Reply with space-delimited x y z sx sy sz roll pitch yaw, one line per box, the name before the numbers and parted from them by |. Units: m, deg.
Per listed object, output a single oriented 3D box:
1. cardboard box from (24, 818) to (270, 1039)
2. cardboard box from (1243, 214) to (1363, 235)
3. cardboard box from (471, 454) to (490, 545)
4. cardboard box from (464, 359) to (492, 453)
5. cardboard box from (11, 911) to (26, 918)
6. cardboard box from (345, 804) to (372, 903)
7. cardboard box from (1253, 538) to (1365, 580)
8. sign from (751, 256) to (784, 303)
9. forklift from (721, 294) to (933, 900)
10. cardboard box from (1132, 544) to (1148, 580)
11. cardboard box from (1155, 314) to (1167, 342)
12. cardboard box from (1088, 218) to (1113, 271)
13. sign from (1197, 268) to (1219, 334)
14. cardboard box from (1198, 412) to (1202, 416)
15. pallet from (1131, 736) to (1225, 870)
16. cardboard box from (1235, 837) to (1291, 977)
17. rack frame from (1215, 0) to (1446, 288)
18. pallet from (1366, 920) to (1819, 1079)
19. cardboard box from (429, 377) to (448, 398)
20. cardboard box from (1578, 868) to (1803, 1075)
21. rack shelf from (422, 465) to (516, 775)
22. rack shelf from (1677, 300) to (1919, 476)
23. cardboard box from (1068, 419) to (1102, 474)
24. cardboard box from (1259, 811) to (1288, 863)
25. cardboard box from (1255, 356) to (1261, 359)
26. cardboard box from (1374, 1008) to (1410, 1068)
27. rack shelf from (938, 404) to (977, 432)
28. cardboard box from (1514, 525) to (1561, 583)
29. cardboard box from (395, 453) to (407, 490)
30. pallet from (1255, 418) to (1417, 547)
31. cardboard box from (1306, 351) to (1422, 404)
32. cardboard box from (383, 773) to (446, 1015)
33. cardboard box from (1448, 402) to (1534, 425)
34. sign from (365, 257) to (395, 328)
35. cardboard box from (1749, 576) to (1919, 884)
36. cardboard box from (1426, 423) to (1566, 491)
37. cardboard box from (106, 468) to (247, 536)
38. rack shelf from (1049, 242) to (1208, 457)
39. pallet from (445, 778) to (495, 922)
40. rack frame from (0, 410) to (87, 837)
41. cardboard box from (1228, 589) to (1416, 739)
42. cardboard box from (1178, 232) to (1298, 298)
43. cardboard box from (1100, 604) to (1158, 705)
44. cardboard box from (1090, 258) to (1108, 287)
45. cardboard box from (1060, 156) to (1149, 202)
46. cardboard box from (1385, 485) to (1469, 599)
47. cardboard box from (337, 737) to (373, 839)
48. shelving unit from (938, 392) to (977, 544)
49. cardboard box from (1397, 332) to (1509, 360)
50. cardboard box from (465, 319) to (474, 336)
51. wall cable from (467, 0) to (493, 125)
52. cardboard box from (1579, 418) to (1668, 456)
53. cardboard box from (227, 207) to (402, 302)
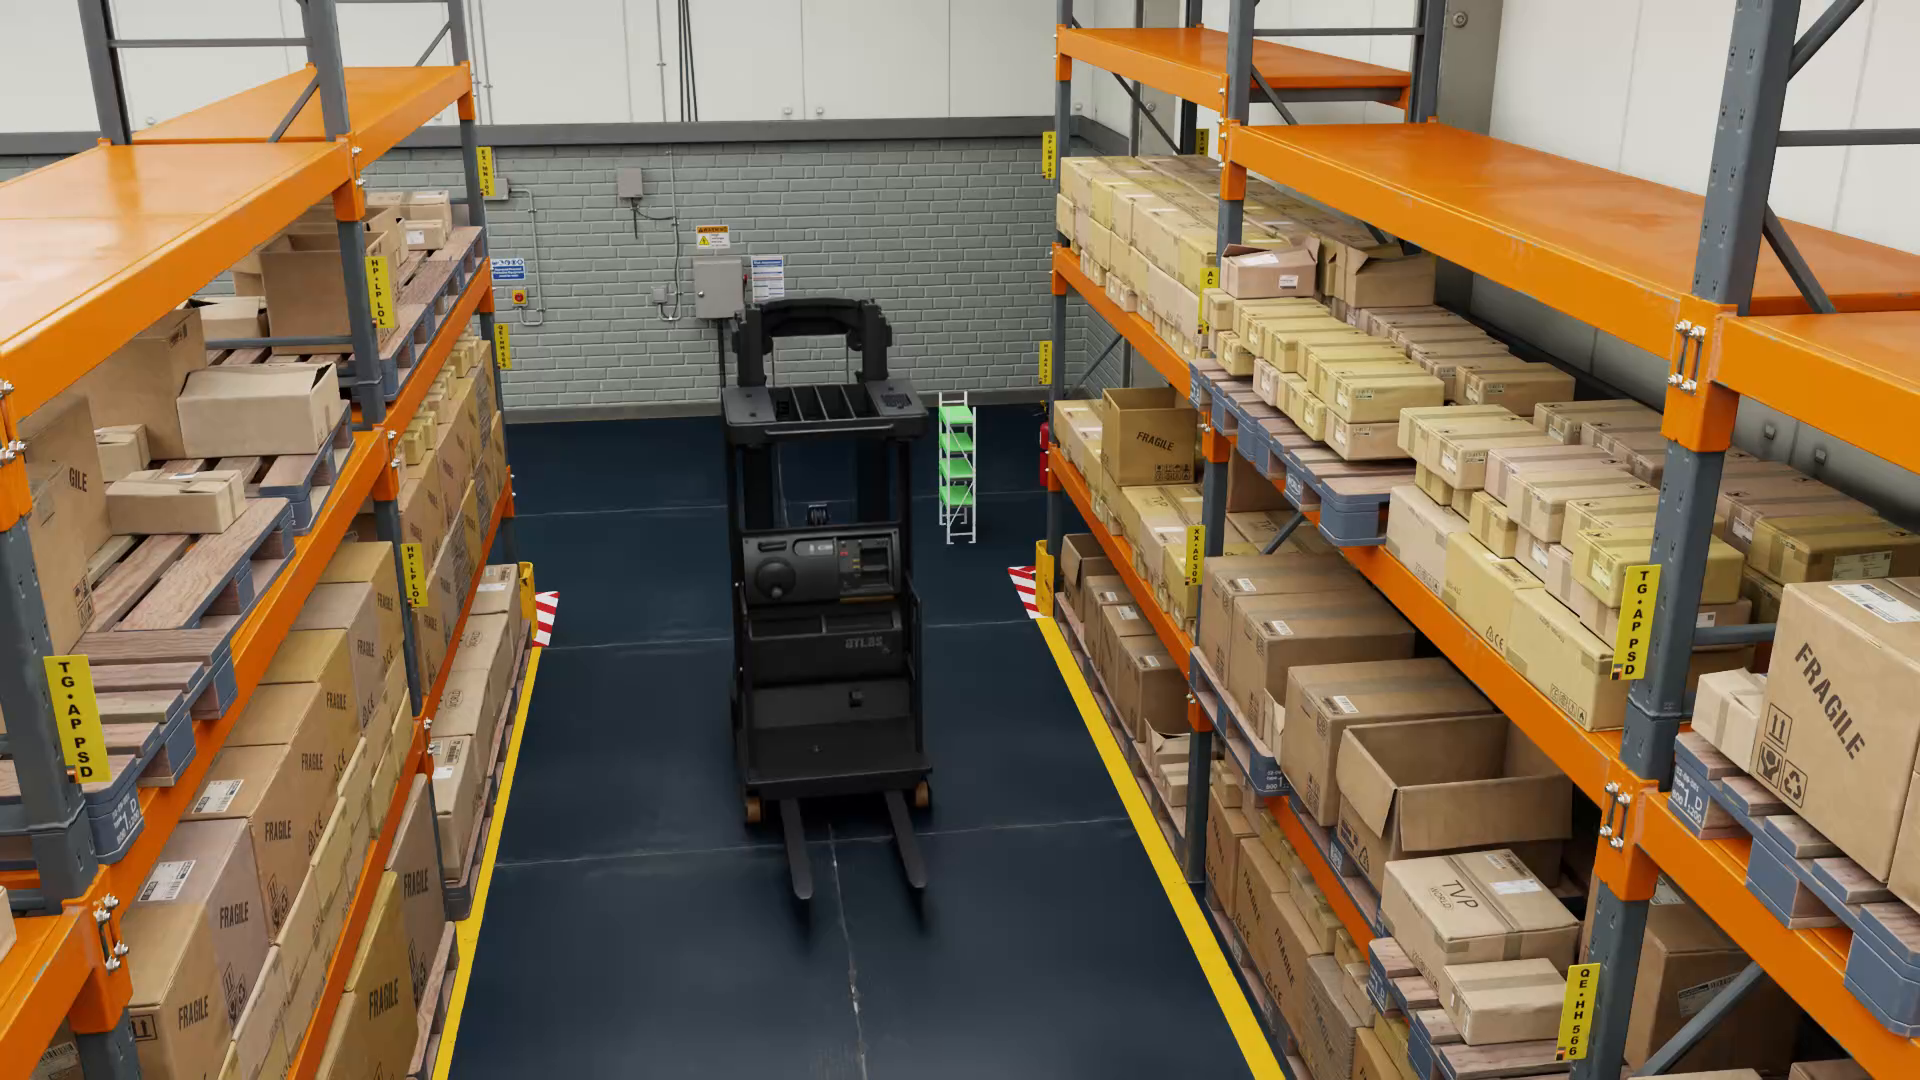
cardboard box | -2.498 1.222 5.159 0.500 0.500 0.500 -3 21 -8
cardboard box | 1.867 -1.618 9.122 0.500 0.250 0.500 -3 21 -9
cardboard box | -3.268 -0.219 10.447 0.500 0.500 0.500 -2 21 -6
cardboard box | -3.331 -0.859 10.731 0.500 0.500 0.500 -3 21 -8
cardboard box | -2.921 1.411 4.654 0.500 0.500 0.500 -3 21 -9
cardboard box | -2.724 1.272 6.813 0.500 0.250 0.500 -3 21 -9
cardboard box | 1.943 0.201 9.254 0.500 0.250 0.500 -3 21 -8
sign | -2.018 -2.737 17.466 0.329 0.494 0.001 -3 21 -8
forklift | -0.777 0.162 9.667 1.130 2.935 3.031 -4 21 -10
cardboard box | 1.255 0.118 10.046 0.380 0.149 0.250 -3 21 -9
cardboard box | 1.310 -1.205 9.303 0.380 0.149 0.250 -3 21 -8
cardboard box | 1.119 -1.884 10.549 0.500 0.250 0.500 -4 21 -9
sign | 1.211 -1.162 8.089 0.100 0.325 0.005 -3 21 -8
cardboard box | 1.499 -0.853 12.076 0.500 0.250 0.500 -2 21 -6
pallet | 1.649 1.524 9.909 1.003 0.211 1.213 -3 21 -8
cardboard box | 1.681 1.792 8.177 0.500 0.500 0.500 -3 21 -8
rack frame | 1.747 -2.355 7.735 1.000 3.000 0.127 -3 21 -8
pallet | 2.157 1.699 5.729 1.213 0.211 1.003 -3 21 -8
cardboard box | -3.233 -0.852 9.786 0.380 0.149 0.250 -2 21 -6
cardboard box | 2.404 1.410 5.484 0.500 0.500 0.500 -2 21 -5
rack shelf | -3.452 0.351 10.091 1.077 0.370 4.000 -3 21 -8
rack shelf | 2.612 0.247 2.369 1.077 0.370 4.000 -3 21 -8
cardboard box | 1.042 -0.654 11.542 0.500 0.250 0.500 -3 21 -7
cardboard box | 1.700 1.444 8.184 0.380 0.149 0.250 -4 21 -11
cardboard box | 1.533 -0.778 7.416 0.380 0.149 0.250 -3 21 -7
cardboard box | 1.908 1.986 6.731 0.380 0.149 0.250 -3 21 -9
rack shelf | -0.024 -1.009 14.088 0.258 0.148 0.480 -3 21 -8
cardboard box | 2.004 0.025 5.294 0.380 0.149 0.250 -2 21 -7
cardboard box | -3.006 -0.323 8.368 0.380 0.149 0.250 -3 21 -7
pallet | 1.924 -0.274 6.717 1.213 0.211 1.003 -3 21 -8
cardboard box | 1.610 -0.647 6.639 0.380 0.149 0.250 -3 21 -7
cardboard box | -2.996 1.716 7.845 0.875 0.875 0.875 -2 21 -6
cardboard box | 2.135 -0.442 6.516 0.380 0.149 0.250 -3 21 -7
sign | -2.629 -1.119 7.523 0.100 0.325 0.005 -3 21 -8
cardboard box | 2.187 0.408 3.739 0.500 0.500 0.500 -3 21 -7
cardboard box | 1.833 -0.287 5.704 0.380 0.149 0.250 -3 21 -9
cardboard box | -2.743 -0.138 5.821 0.380 0.166 0.250 -1 21 -3
rack shelf | 1.459 -1.305 10.240 1.077 0.370 4.000 -3 21 -8
pallet | -3.196 1.746 9.314 1.003 0.211 1.213 -3 21 -8
rack frame | -2.588 -0.719 3.353 1.000 3.000 0.127 -3 21 -8
cardboard box | 1.670 0.570 7.735 0.700 0.500 0.500 -3 21 -7
cardboard box | 1.436 -1.416 8.582 0.500 0.250 0.500 -3 21 -8
cardboard box | 1.227 0.747 10.975 0.500 0.500 0.500 -3 21 -7
cardboard box | 1.049 -1.734 10.718 0.380 0.149 0.250 -3 21 -8
cardboard box | 0.986 -2.472 11.409 0.500 0.250 0.500 -3 21 -8
cardboard box | 1.864 -0.007 5.951 0.500 0.250 0.500 -3 21 -8
cardboard box | -2.700 1.035 6.732 0.500 0.250 0.500 -2 21 -6
shelving unit | -0.024 -0.619 14.234 0.258 1.200 0.503 -3 21 -8
cardboard box | 2.050 -0.760 6.943 0.380 0.149 0.250 -4 21 -9
cardboard box | -3.491 -1.383 11.207 0.380 0.149 0.250 -3 21 -7
wall cable | -4.840 -5.444 16.004 0.463 3.000 0.029 -3 21 -8
cardboard box | 2.388 -0.315 5.779 0.380 0.149 0.250 -3 21 -8
cardboard box | -3.390 -1.456 8.723 0.797 0.503 0.637 -1 21 -4
